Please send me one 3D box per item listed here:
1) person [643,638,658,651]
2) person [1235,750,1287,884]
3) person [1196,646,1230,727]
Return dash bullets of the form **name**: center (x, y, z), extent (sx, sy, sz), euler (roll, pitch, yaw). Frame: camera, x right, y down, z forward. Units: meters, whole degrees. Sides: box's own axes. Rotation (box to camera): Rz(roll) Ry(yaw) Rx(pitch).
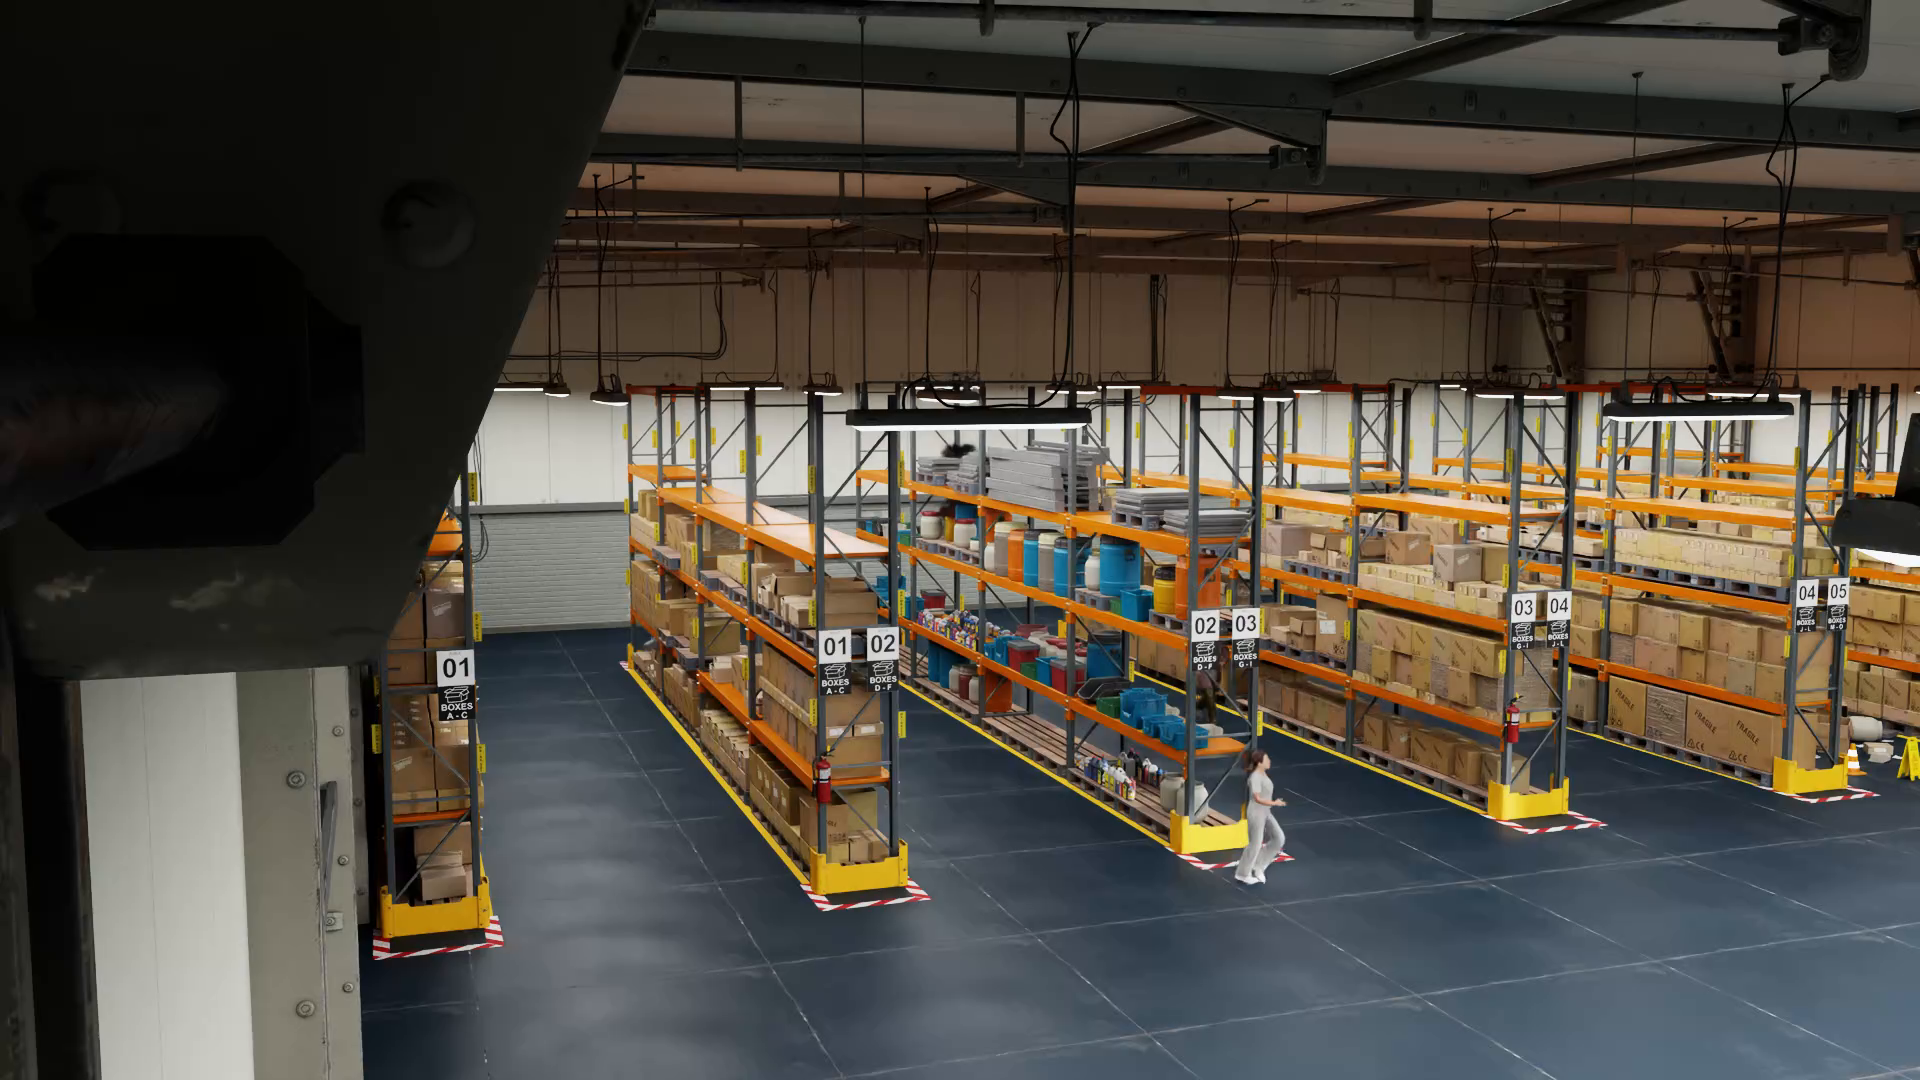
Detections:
- **person**: center (-6.602, 1.736, 36.293), extent (0.657, 1.736, 0.689), euler (0, 6, 2)
- **person**: center (3.721, 3.397, 20.434), extent (0.633, 1.652, 0.574), euler (3, 7, 27)
- **person**: center (4.398, 2.437, 29.284), extent (0.667, 1.817, 1.166), euler (-2, 6, -21)
